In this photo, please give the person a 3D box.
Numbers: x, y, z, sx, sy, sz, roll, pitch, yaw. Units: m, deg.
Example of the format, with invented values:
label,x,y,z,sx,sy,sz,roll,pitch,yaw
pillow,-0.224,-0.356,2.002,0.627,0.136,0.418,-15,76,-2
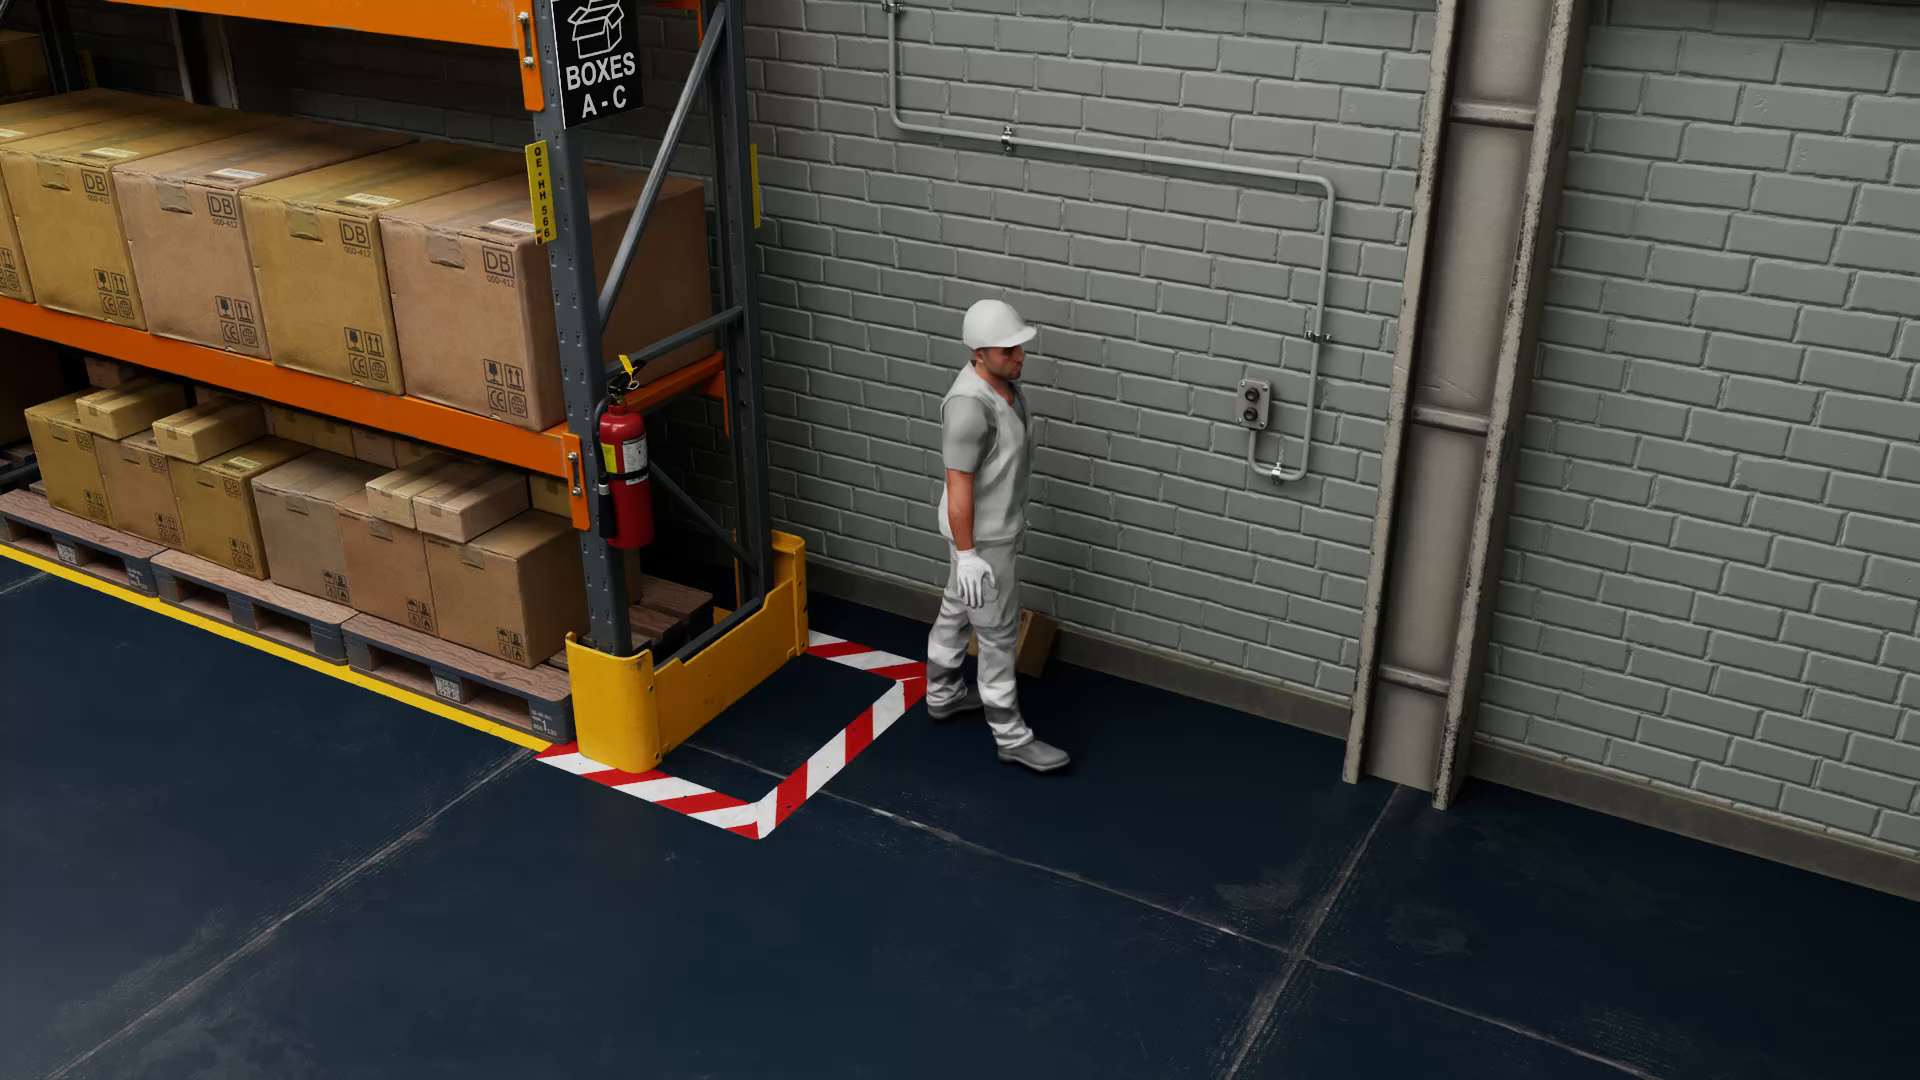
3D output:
label,x,y,z,sx,sy,sz,roll,pitch,yaw
person,0.143,-0.014,6.094,0.628,1.789,0.666,5,27,11
